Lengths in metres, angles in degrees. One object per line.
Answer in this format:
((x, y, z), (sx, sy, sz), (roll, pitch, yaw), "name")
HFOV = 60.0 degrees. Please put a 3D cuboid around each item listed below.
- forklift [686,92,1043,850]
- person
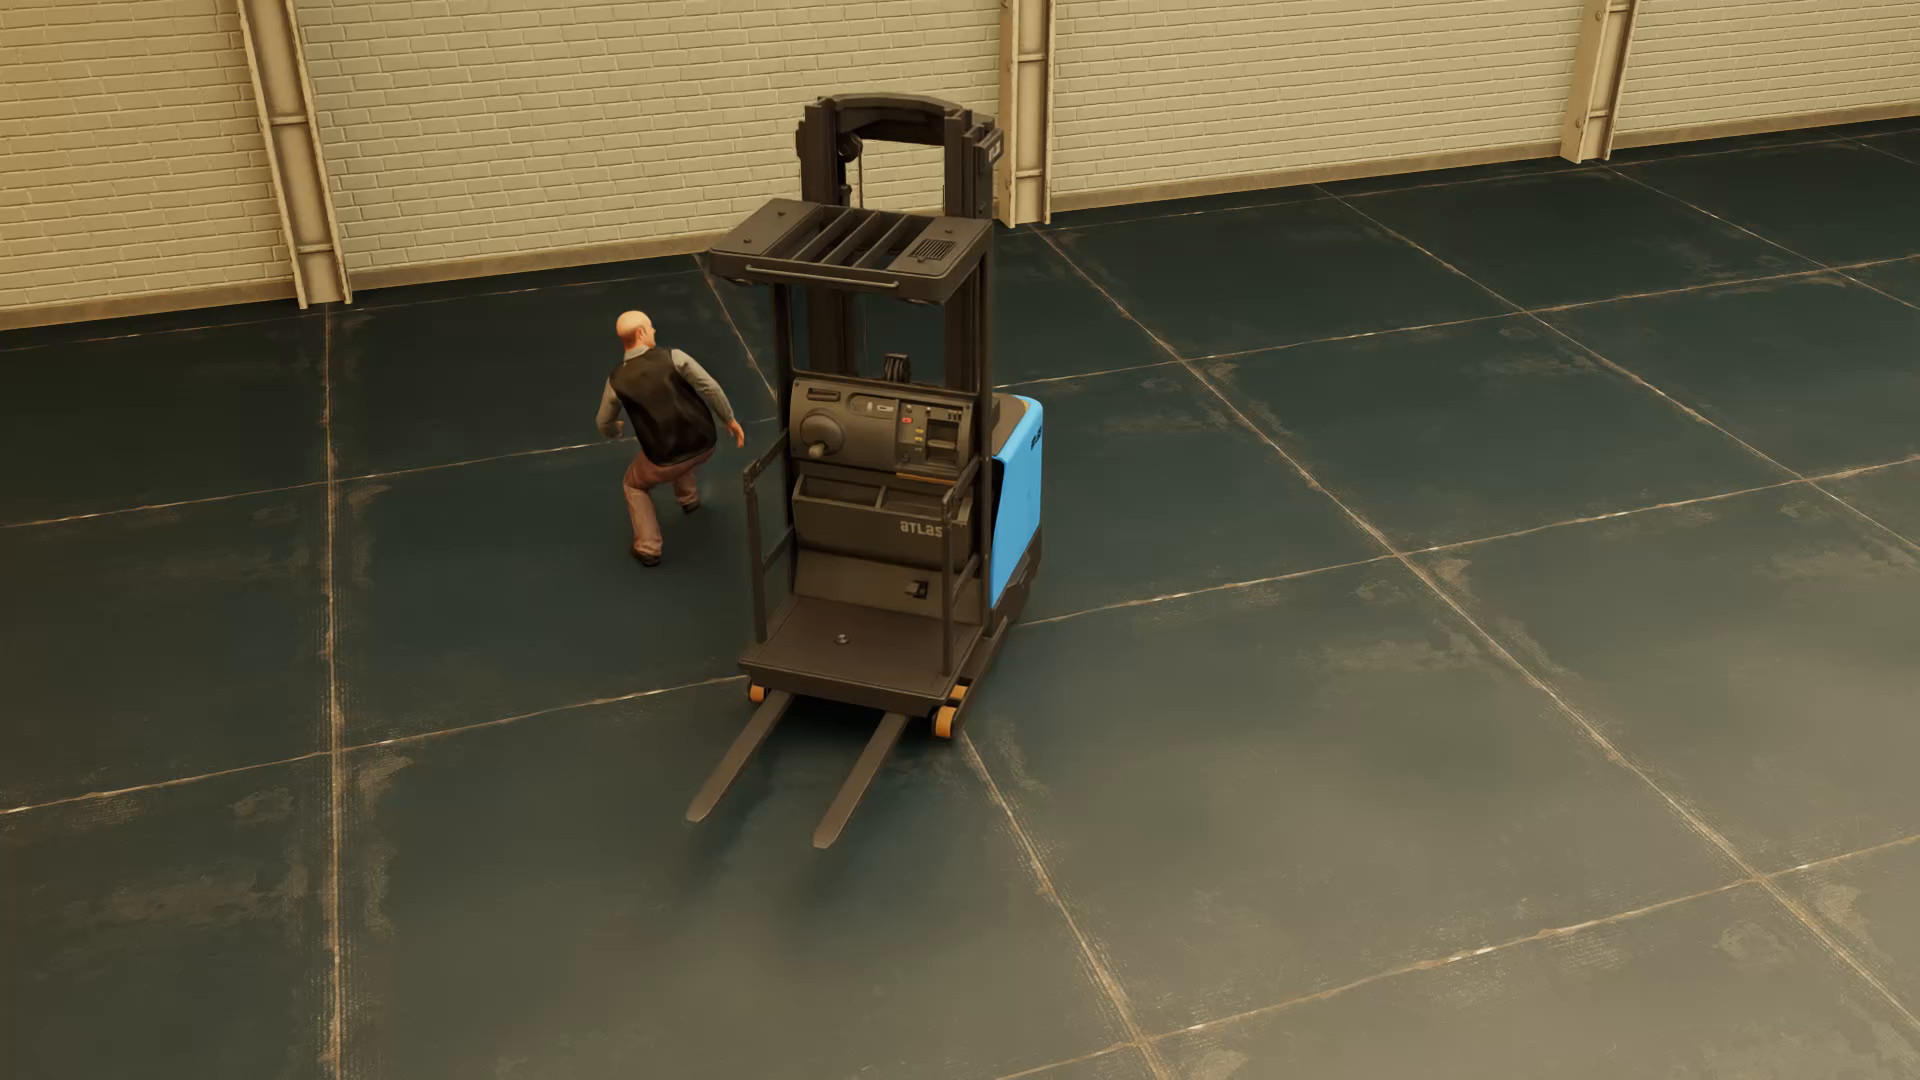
((-0.452, -0.500, 7.956), (1.130, 2.935, 3.031), (9, 31, 15), "forklift")
((-1.713, -0.634, 9.662), (0.759, 1.507, 0.704), (-15, 33, -24), "person")
